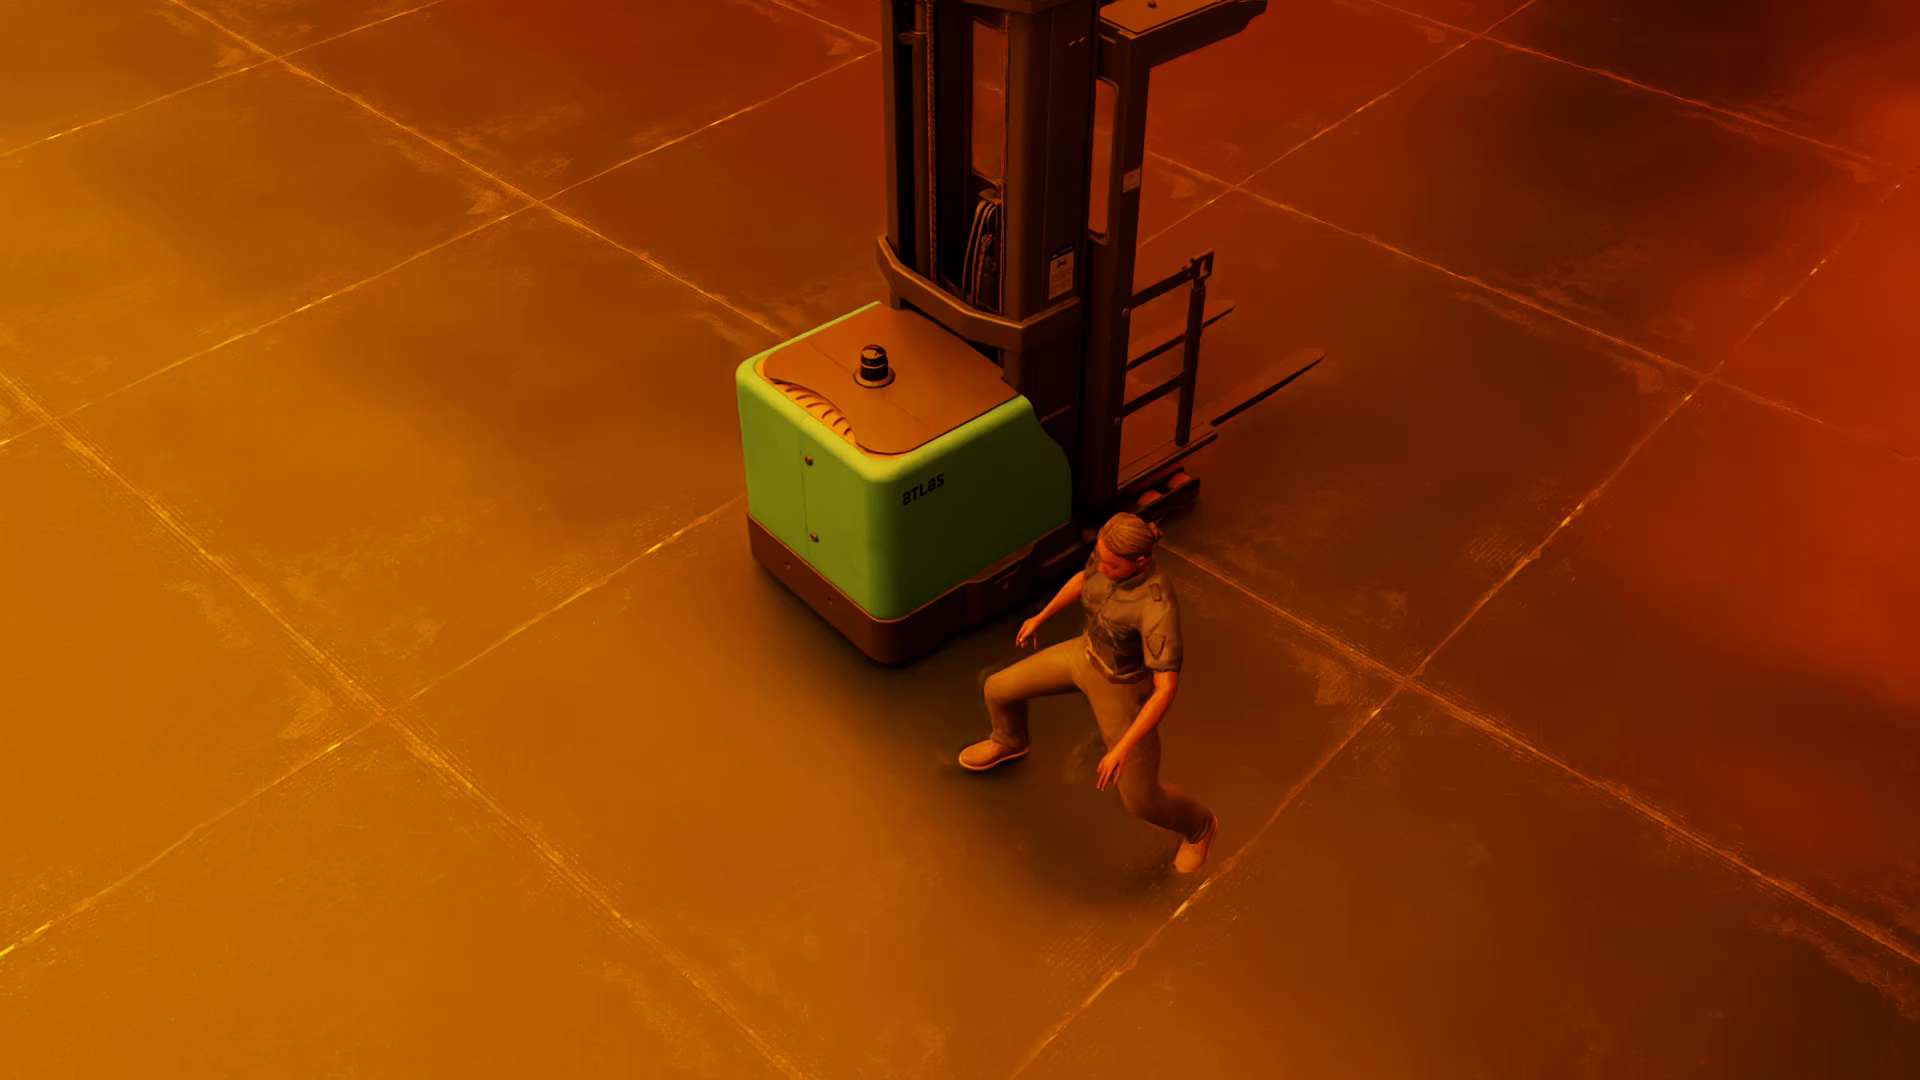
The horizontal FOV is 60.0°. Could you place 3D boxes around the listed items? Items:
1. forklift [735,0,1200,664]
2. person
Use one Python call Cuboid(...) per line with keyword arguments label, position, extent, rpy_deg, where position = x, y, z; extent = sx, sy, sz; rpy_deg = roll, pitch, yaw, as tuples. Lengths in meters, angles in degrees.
Cuboid(label="forklift", position=(0.496, -1.413, 7.075), extent=(3.031, 2.935, 1.130), rpy_deg=(-29, 49, -30))
Cuboid(label="person", position=(0.524, 0.521, 5.969), extent=(0.793, 1.523, 0.927), rpy_deg=(-16, 43, -18))
